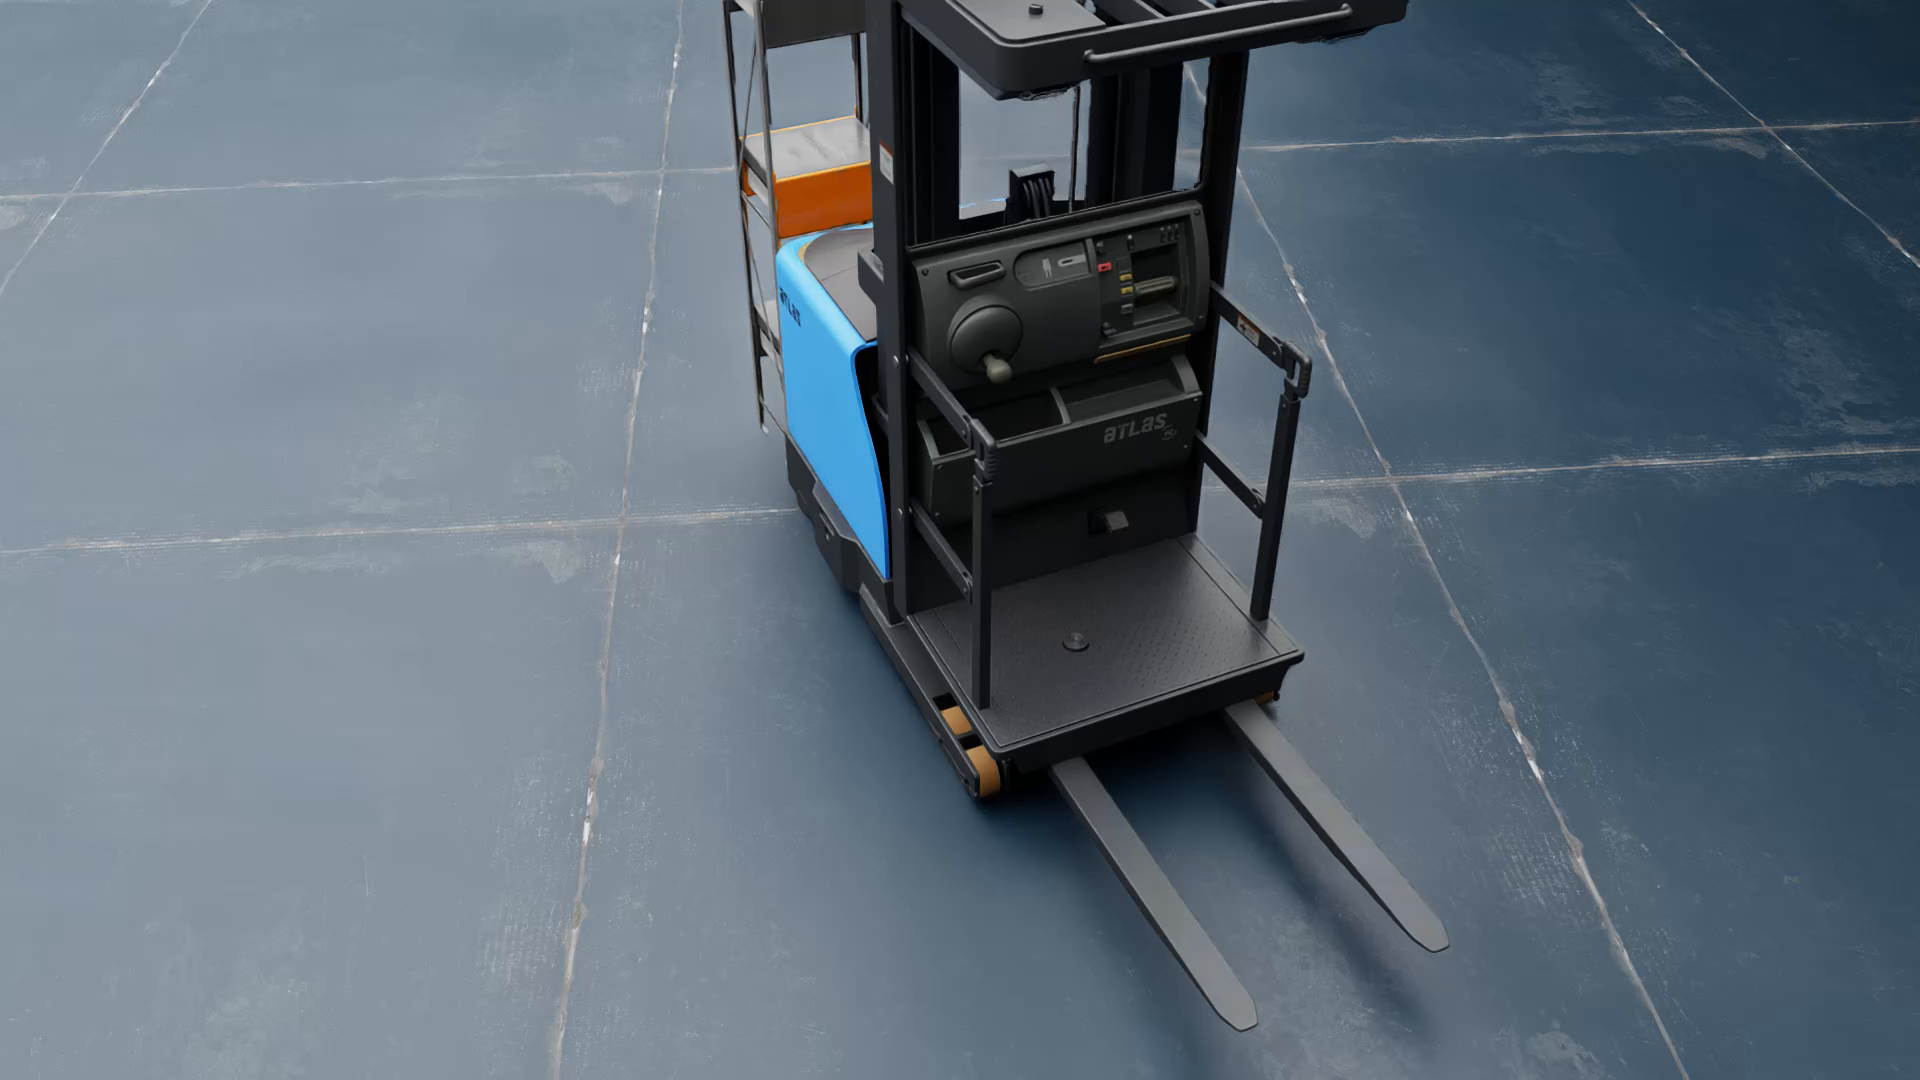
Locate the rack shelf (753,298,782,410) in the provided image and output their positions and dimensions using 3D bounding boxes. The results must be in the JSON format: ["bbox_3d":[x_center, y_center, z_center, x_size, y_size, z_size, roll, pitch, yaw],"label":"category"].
[{"bbox_3d":[-0.519,-0.696,6.589,0.480,0.518,0.431,-16,41,-20],"label":"rack shelf"}]

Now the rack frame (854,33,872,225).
[{"bbox_3d":[-0.298,-1.321,6.229,0.015,2.100,0.400,-16,41,-20],"label":"rack frame"}]

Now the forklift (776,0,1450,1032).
[{"bbox_3d":[0.403,-0.648,4.705,1.130,2.935,3.031,-16,41,-19],"label":"forklift"}]

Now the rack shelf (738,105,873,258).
[{"bbox_3d":[-0.519,-1.246,6.155,0.480,0.518,0.431,-16,41,-20],"label":"rack shelf"}]

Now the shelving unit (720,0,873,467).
[{"bbox_3d":[-0.519,-1.256,6.147,0.503,2.100,0.431,-16,41,-20],"label":"shelving unit"}]

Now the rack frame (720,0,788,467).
[{"bbox_3d":[-0.739,-1.192,6.066,0.015,2.100,0.400,-16,41,-20],"label":"rack frame"}]

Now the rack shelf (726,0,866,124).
[{"bbox_3d":[-0.519,-1.795,5.722,0.480,0.518,0.431,-16,41,-20],"label":"rack shelf"}]
